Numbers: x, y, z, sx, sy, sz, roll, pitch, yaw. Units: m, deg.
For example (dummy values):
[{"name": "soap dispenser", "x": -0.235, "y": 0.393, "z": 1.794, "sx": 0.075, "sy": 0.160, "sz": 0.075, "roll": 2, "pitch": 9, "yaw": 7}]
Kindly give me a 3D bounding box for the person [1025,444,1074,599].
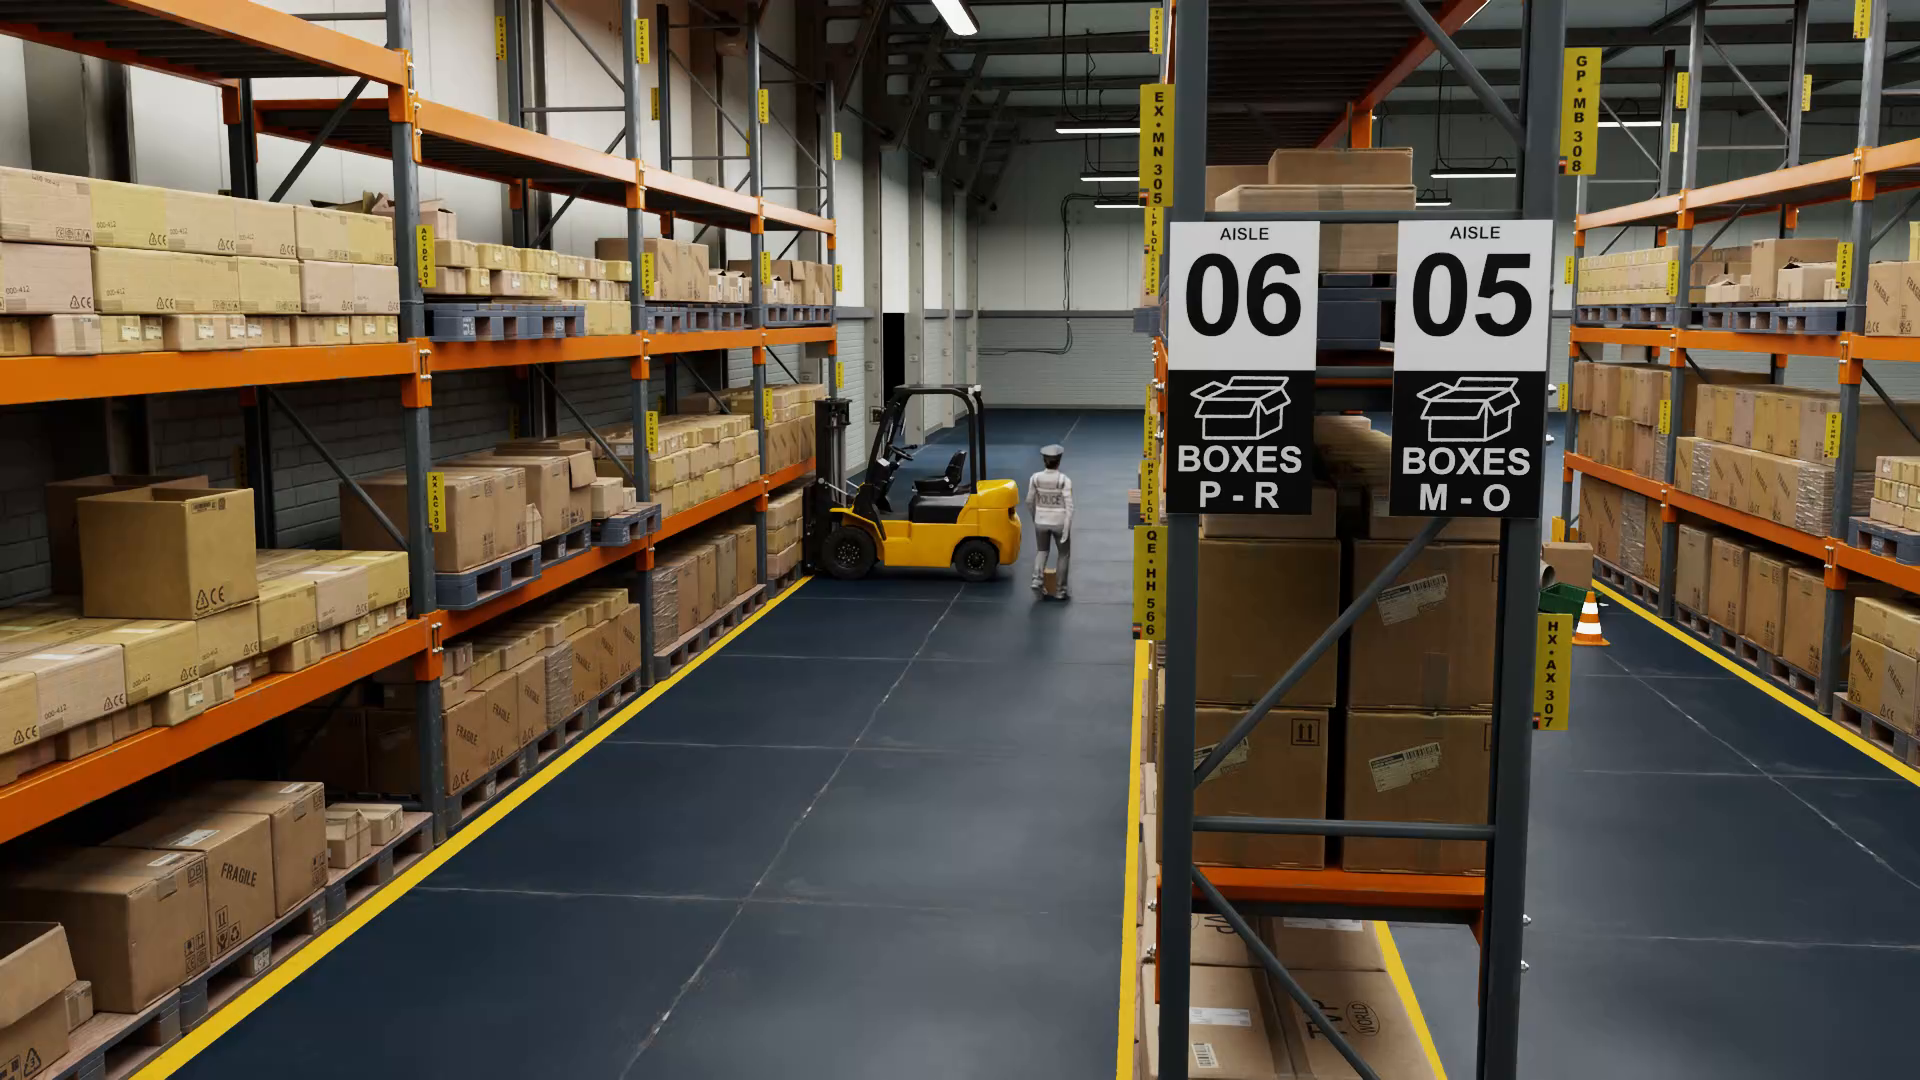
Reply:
[{"name": "person", "x": 0.957, "y": -0.163, "z": 17.204, "sx": 0.538, "sy": 1.668, "sz": 0.622, "roll": 2, "pitch": 8, "yaw": 17}]
